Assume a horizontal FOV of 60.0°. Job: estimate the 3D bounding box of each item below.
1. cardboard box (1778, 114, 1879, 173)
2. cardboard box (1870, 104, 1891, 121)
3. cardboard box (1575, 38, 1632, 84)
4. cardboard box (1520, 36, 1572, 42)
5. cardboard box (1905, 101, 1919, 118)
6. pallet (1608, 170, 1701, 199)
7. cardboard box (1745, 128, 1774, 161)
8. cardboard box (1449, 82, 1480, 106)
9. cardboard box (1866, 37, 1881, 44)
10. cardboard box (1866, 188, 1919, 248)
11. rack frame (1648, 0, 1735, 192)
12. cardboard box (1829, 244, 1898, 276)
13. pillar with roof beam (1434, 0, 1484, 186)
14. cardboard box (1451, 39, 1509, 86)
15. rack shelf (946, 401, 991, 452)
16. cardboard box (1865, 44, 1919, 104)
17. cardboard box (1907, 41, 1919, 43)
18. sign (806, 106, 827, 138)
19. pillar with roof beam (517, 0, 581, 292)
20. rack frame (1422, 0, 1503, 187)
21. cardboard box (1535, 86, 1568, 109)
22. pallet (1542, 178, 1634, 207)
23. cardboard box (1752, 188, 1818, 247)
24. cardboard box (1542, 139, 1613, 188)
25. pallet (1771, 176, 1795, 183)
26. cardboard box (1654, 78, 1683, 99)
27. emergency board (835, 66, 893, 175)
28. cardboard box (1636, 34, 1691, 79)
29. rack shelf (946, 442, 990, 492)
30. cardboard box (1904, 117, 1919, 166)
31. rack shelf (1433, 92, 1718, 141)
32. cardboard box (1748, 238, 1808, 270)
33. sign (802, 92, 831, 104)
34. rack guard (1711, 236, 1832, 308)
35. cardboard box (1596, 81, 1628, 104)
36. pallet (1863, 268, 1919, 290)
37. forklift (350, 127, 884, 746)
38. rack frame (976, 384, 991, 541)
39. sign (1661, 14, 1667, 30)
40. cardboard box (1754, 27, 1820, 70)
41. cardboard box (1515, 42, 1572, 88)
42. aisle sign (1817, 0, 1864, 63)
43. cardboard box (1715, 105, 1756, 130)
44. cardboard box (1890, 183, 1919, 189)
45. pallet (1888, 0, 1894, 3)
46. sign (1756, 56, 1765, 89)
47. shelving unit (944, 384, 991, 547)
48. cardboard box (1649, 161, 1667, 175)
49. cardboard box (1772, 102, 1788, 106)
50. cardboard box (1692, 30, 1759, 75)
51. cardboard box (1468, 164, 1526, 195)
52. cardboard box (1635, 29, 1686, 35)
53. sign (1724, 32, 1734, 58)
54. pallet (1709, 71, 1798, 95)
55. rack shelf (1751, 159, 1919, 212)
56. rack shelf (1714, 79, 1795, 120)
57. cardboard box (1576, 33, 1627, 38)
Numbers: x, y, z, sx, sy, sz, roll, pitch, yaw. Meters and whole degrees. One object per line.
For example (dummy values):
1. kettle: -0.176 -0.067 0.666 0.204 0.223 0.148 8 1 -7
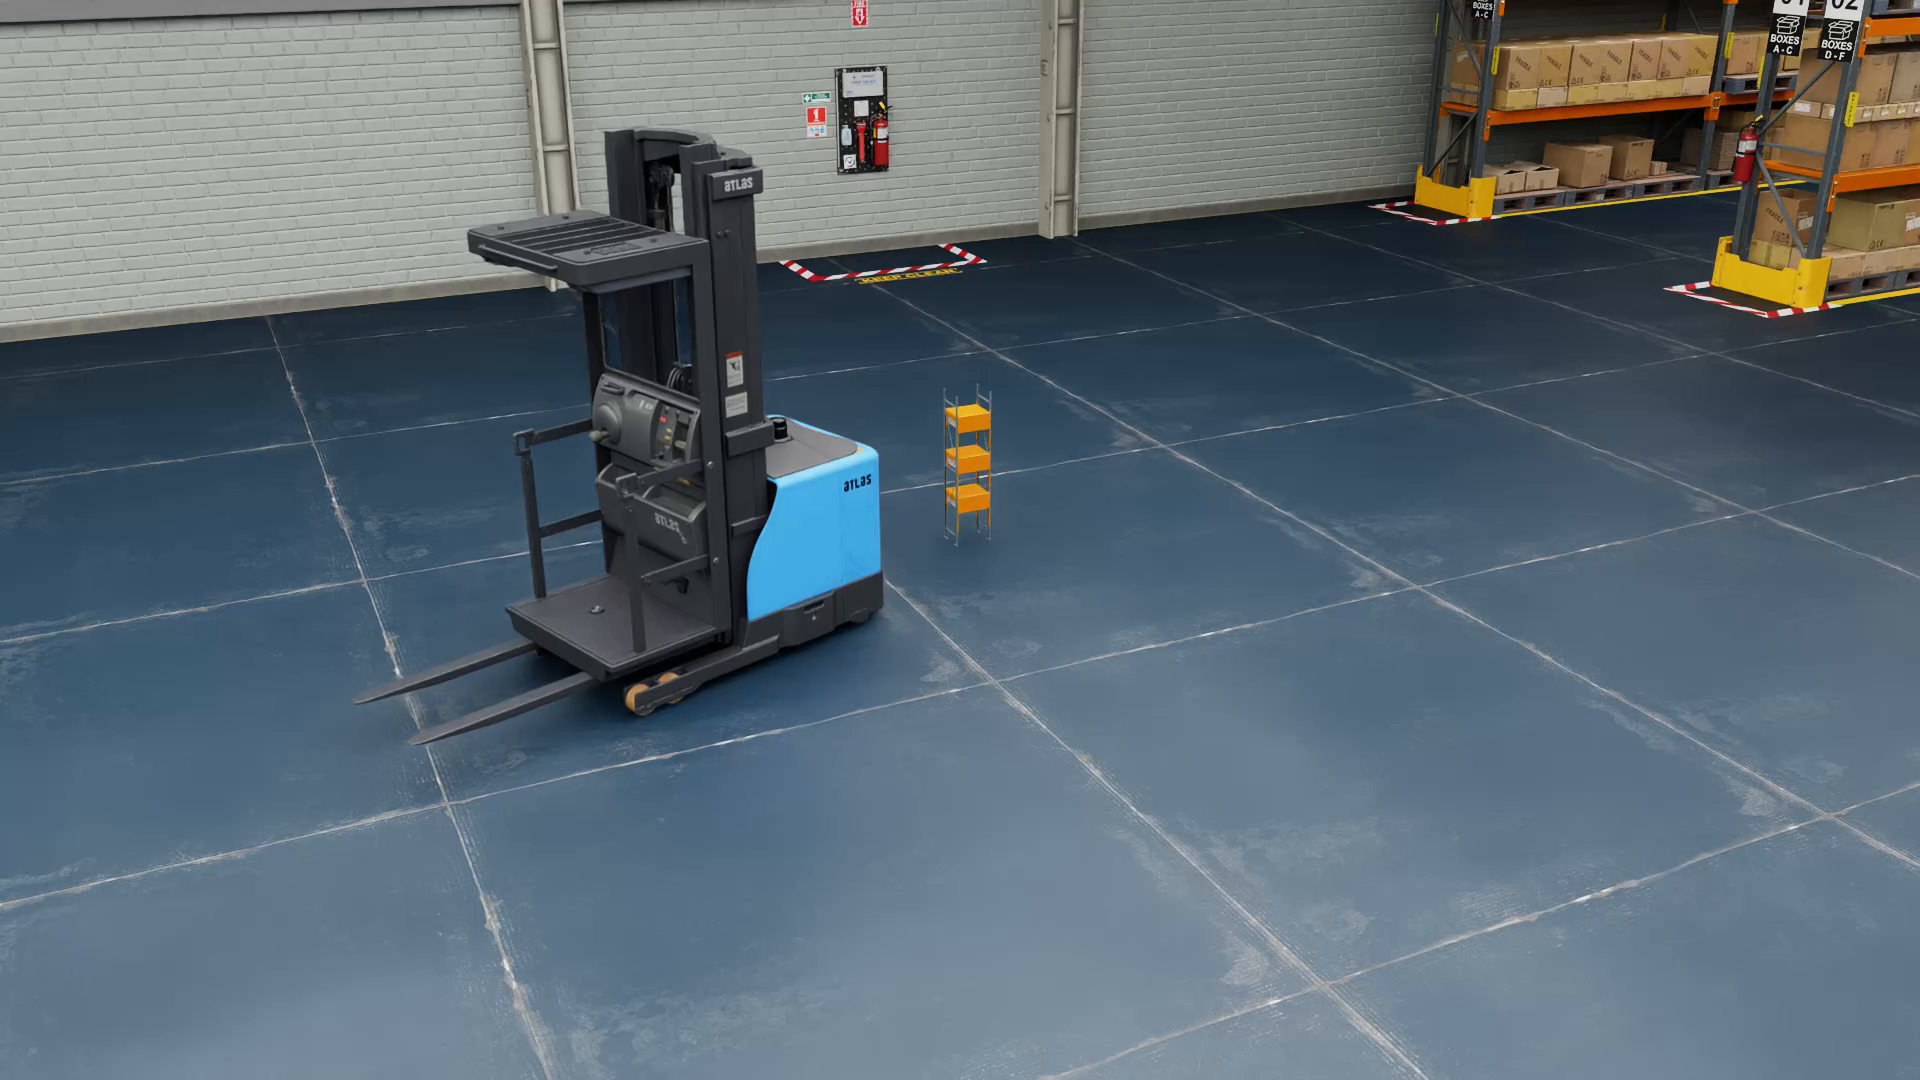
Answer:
1. cardboard box: 8.916 -4.091 17.080 0.500 0.500 0.700 -10 25 -24
2. cardboard box: 9.174 -4.353 16.865 0.250 0.149 0.380 -11 25 -25
3. cardboard box: 8.277 -6.192 21.476 0.500 0.500 0.500 -10 24 -22
4. cardboard box: 7.593 -6.283 21.697 0.500 0.500 0.500 -11 25 -25
5. cardboard box: 9.628 -4.435 17.063 0.250 0.149 0.380 -11 25 -24
6. pallet: 9.353 -4.929 22.883 1.213 0.211 1.003 -10 25 -24
7. cardboard box: 11.042 -5.621 23.600 0.500 0.500 0.700 -11 25 -25
8. cardboard box: 6.675 -5.762 21.419 0.500 0.250 0.500 -10 25 -23
9. cardboard box: 12.636 -7.071 23.704 0.500 0.500 0.700 -13 26 -29
10. cardboard box: 9.964 -3.425 17.667 0.500 0.500 0.500 -10 25 -24
11. rack frame: 9.943 -6.341 22.648 0.127 3.000 1.000 -10 25 -24
12. cardboard box: 9.519 -2.992 17.601 0.500 0.250 0.500 -10 25 -24
13. pillar with roof beam: 8.461 -7.380 17.314 0.400 9.000 9.100 -10 25 -24
14. cardboard box: 6.671 -6.116 21.292 0.500 0.500 0.500 -11 25 -24
15. rack shelf: 0.048 -0.746 10.966 0.240 0.259 0.215 -10 25 -24
16. cardboard box: 9.436 -4.788 17.068 0.500 0.500 0.700 -11 25 -25
17. cardboard box: 10.341 -4.955 17.471 0.500 0.500 0.700 -10 25 -24
18. sign: -1.599 -4.660 18.540 0.234 0.329 0.001 -10 25 -24
19. pillar with roof beam: -2.352 -5.390 12.505 0.400 9.000 9.100 -10 25 -24
20. rack frame: 6.338 -5.678 21.045 0.127 3.000 1.000 -10 25 -24
21. cardboard box: 7.377 -5.680 21.221 0.500 0.250 0.500 -11 25 -25
22. pallet: 8.252 -4.726 22.390 1.213 0.211 1.003 -10 25 -24
23. cardboard box: 8.844 -3.433 17.687 0.500 0.500 0.500 -10 25 -24
24. cardboard box: 8.197 -5.009 22.122 0.500 0.500 0.700 -12 25 -27
25. pallet: 11.744 -5.387 23.987 1.213 0.211 1.003 -10 25 -24
26. cardboard box: 9.195 -6.019 22.038 0.500 0.250 0.500 -10 25 -23
27. emergency board: -1.056 -4.700 18.683 0.643 1.169 0.194 -10 25 -24
28. cardboard box: 9.203 -6.358 21.878 0.500 0.500 0.500 -11 25 -24
29. rack shelf: 0.048 -0.484 11.075 0.240 0.259 0.215 -10 25 -24
30. cardboard box: 9.837 -4.260 17.488 0.500 0.500 0.700 -10 25 -23
31. rack shelf: 8.140 -5.677 21.984 4.000 0.370 1.077 -10 25 -24
32. cardboard box: 8.845 -3.086 17.829 0.500 0.250 0.500 -10 25 -24
33. sign: -1.591 -4.903 18.433 0.331 0.109 0.001 -10 25 -24
34. rack guard: 8.468 -2.812 17.391 0.348 0.500 1.175 -10 25 -24
35. cardboard box: 8.295 -5.846 21.621 0.500 0.250 0.500 -10 25 -23
36. pallet: 10.259 -3.025 18.282 1.213 0.211 1.003 -10 25 -24
37. forklift: -1.865 -0.631 8.942 3.031 2.935 1.130 -21 30 -41
38. rack frame: 0.158 -0.514 11.120 0.008 1.050 0.200 -10 25 -24
39. sign: 9.699 -7.067 22.887 0.005 0.325 0.100 -10 25 -24
40. cardboard box: 11.502 -6.874 23.228 0.500 0.500 0.700 -7 23 -16
41. cardboard box: 7.349 -6.019 21.057 0.500 0.500 0.500 -10 25 -23
42. aisle sign: 8.564 -5.056 16.144 0.004 0.787 0.394 -10 25 -24
43. cardboard box: 10.994 -5.938 23.387 0.500 0.250 0.500 -11 25 -25
44. cardboard box: 10.190 -3.686 18.299 0.500 0.500 0.500 -10 25 -24
45. pallet: 10.239 -5.629 17.120 1.213 0.211 1.003 -10 25 -24
46. sign: 8.267 -4.805 17.113 0.005 0.325 0.100 -10 25 -24
47. shelving unit: 0.048 -0.494 11.071 0.252 1.050 0.215 -10 25 -24
48. cardboard box: 9.474 -5.137 22.866 0.250 0.166 0.380 -14 26 -30
49. cardboard box: 11.919 -6.102 23.783 0.500 0.250 0.500 -11 25 -24
50. cardboard box: 10.416 -6.664 22.720 0.500 0.500 0.700 -10 25 -23
51. cardboard box: 7.001 -4.723 21.677 0.500 0.311 0.500 -14 26 -30
52. cardboard box: 9.428 -6.622 22.515 0.500 0.500 0.500 -11 25 -25
53. sign: 10.185 -6.556 22.034 0.005 0.325 0.100 -10 25 -24
54. pallet: 10.694 -6.329 22.870 1.213 0.211 1.003 -10 25 -24
55. rack shelf: 10.292 -3.971 17.861 4.000 0.370 1.077 -10 25 -24
56. rack shelf: 11.745 -6.341 23.587 4.000 0.370 1.077 -10 25 -24
57. cardboard box: 8.509 -6.457 22.116 0.500 0.500 0.500 -10 24 -22
